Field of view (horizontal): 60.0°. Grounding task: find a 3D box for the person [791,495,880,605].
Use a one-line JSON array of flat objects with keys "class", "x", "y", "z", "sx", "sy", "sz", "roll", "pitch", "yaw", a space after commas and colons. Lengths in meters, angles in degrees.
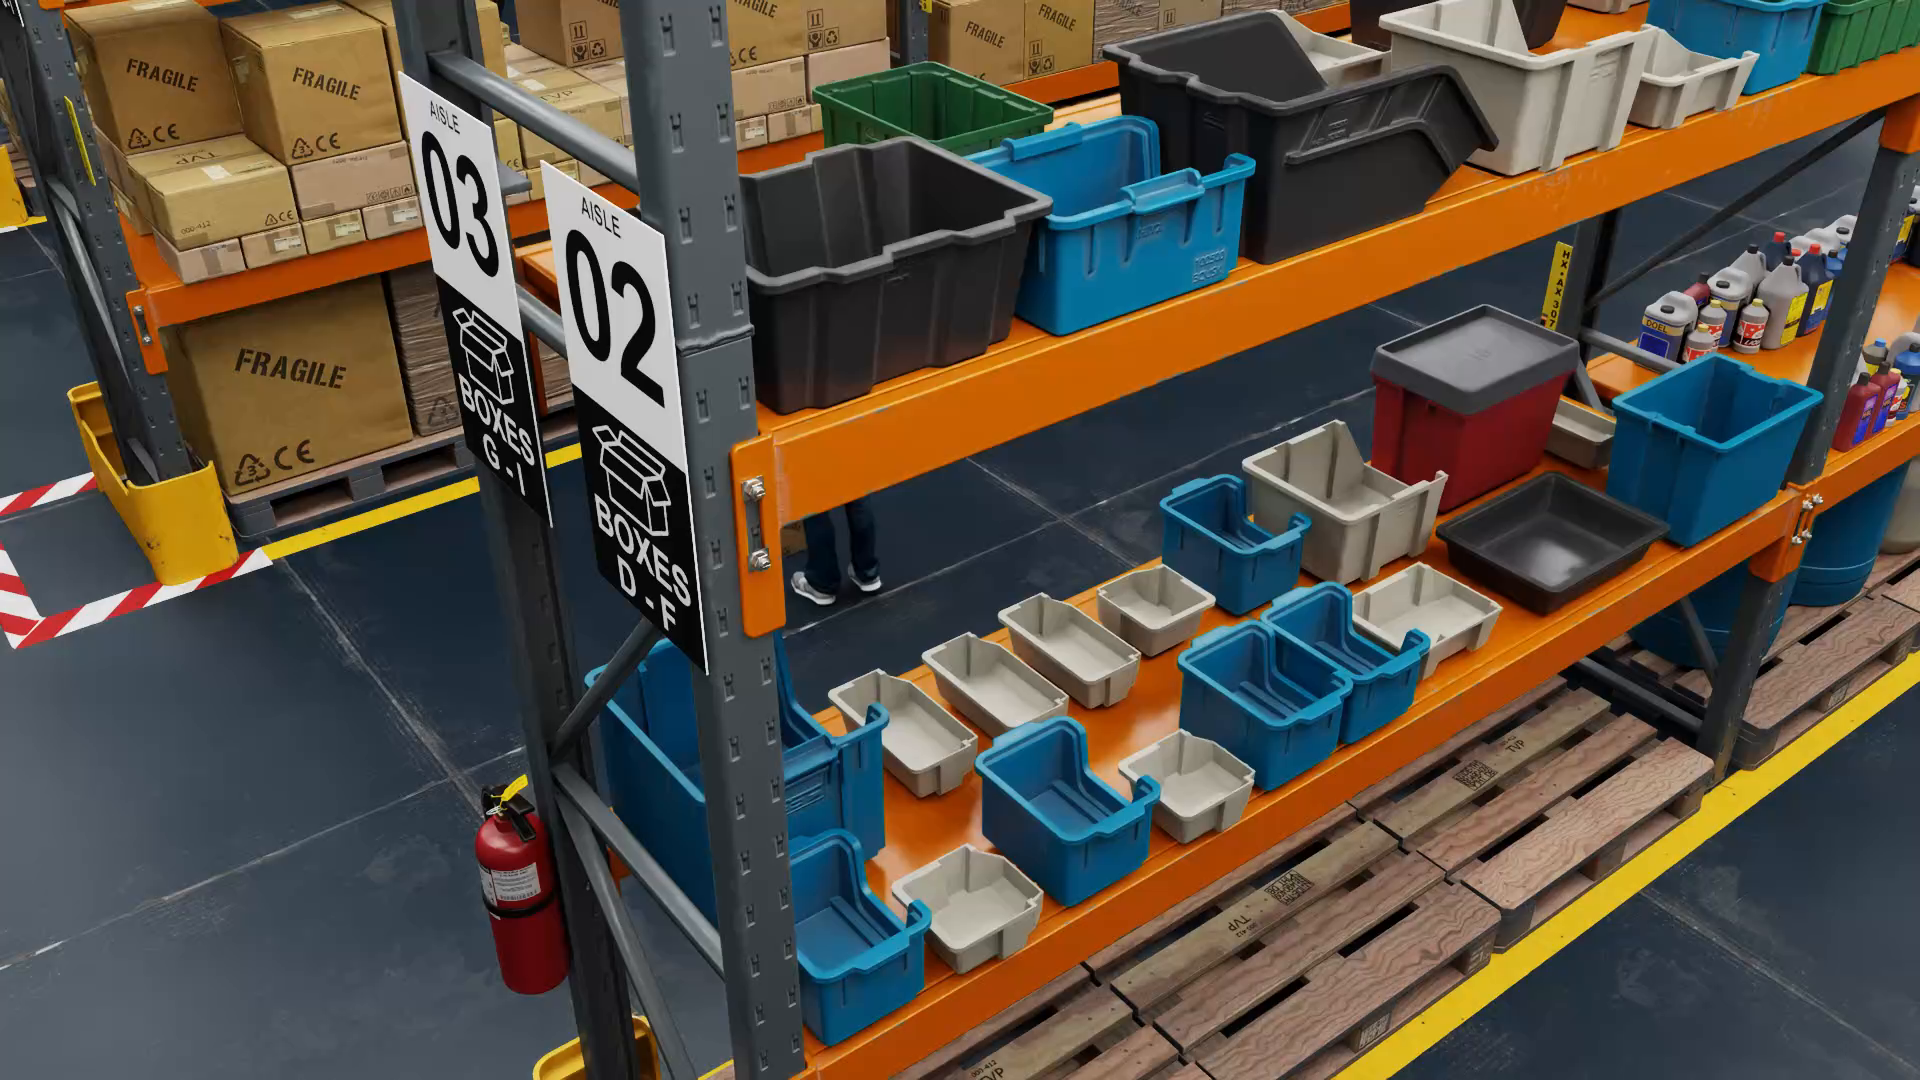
[{"class": "person", "x": -0.562, "y": -0.446, "z": 6.862, "sx": 0.420, "sy": 1.623, "sz": 0.311, "roll": -22, "pitch": 39, "yaw": -30}]
